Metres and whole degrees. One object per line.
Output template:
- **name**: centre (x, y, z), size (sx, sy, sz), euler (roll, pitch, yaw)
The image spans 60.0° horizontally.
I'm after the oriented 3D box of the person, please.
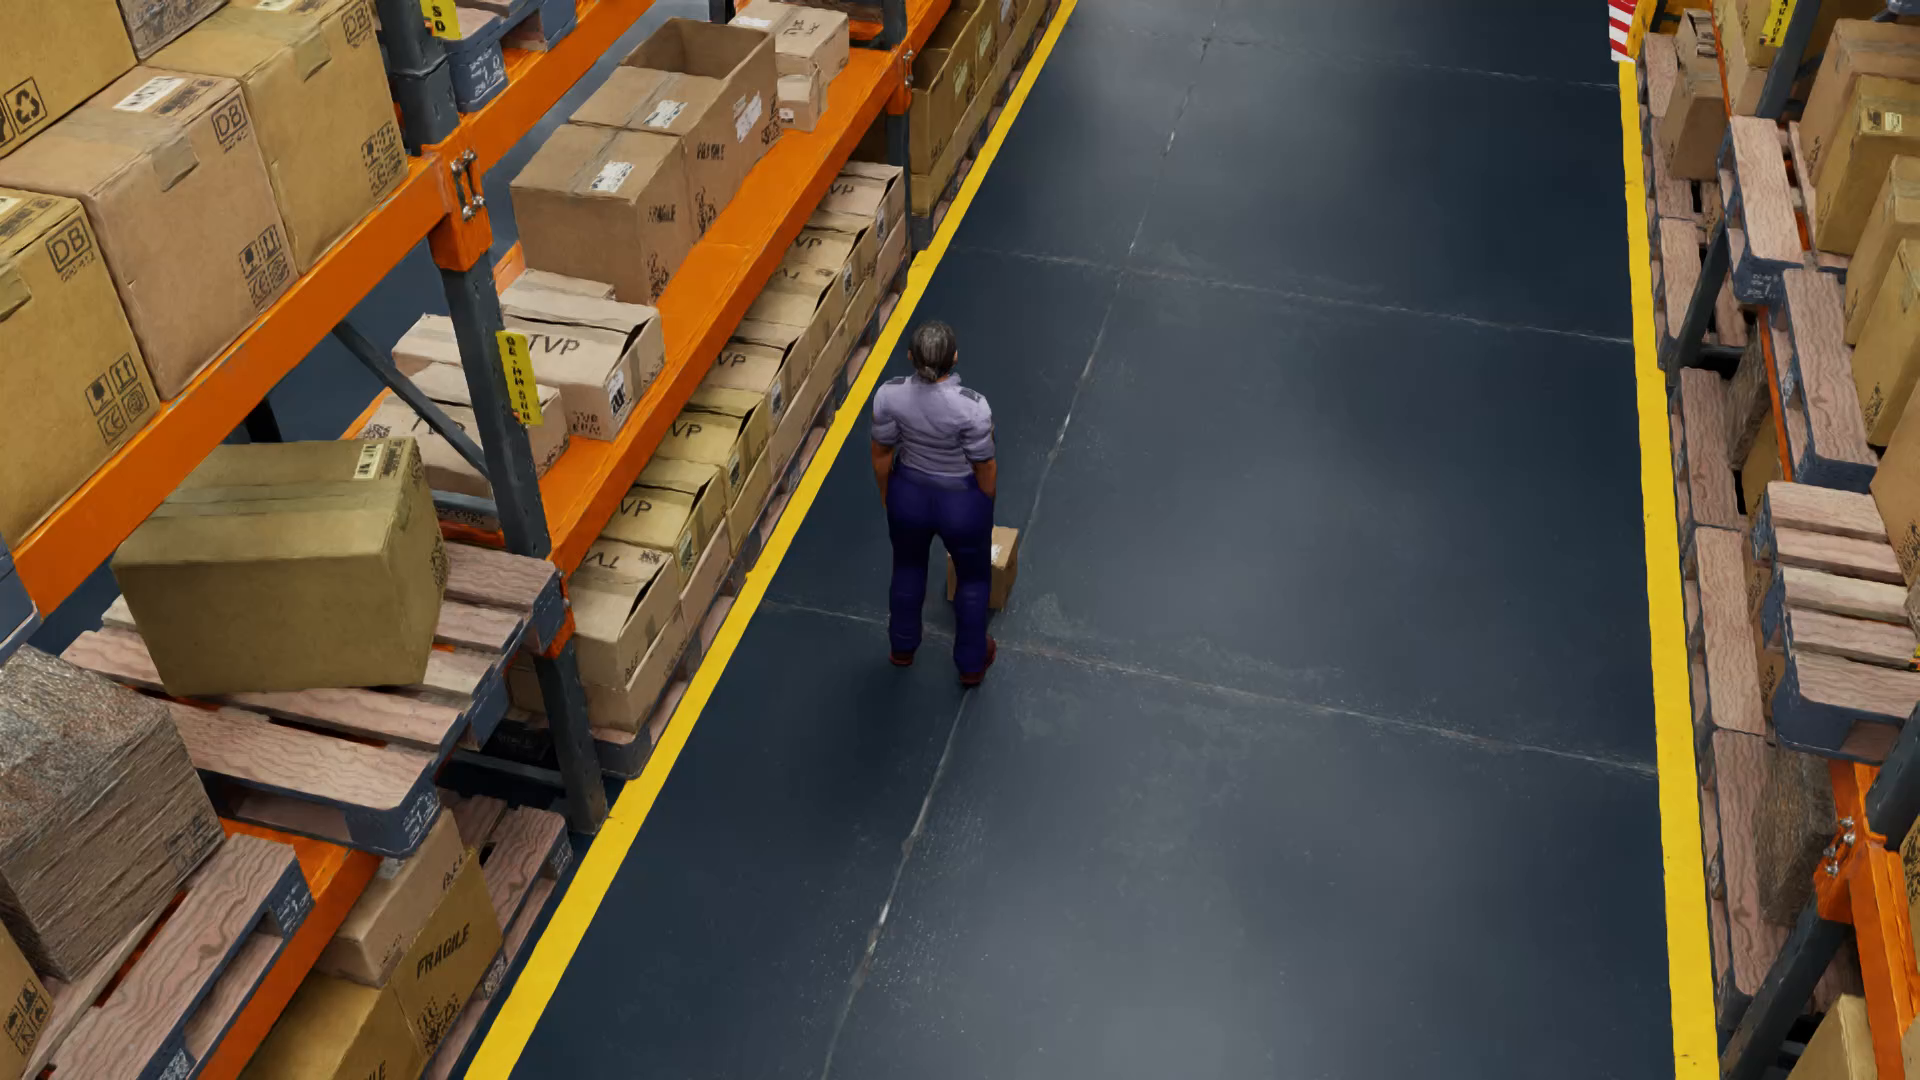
- **person**: centre (-0.078, 0.087, 6.558), size (0.447, 1.035, 0.342), euler (10, 42, 12)
